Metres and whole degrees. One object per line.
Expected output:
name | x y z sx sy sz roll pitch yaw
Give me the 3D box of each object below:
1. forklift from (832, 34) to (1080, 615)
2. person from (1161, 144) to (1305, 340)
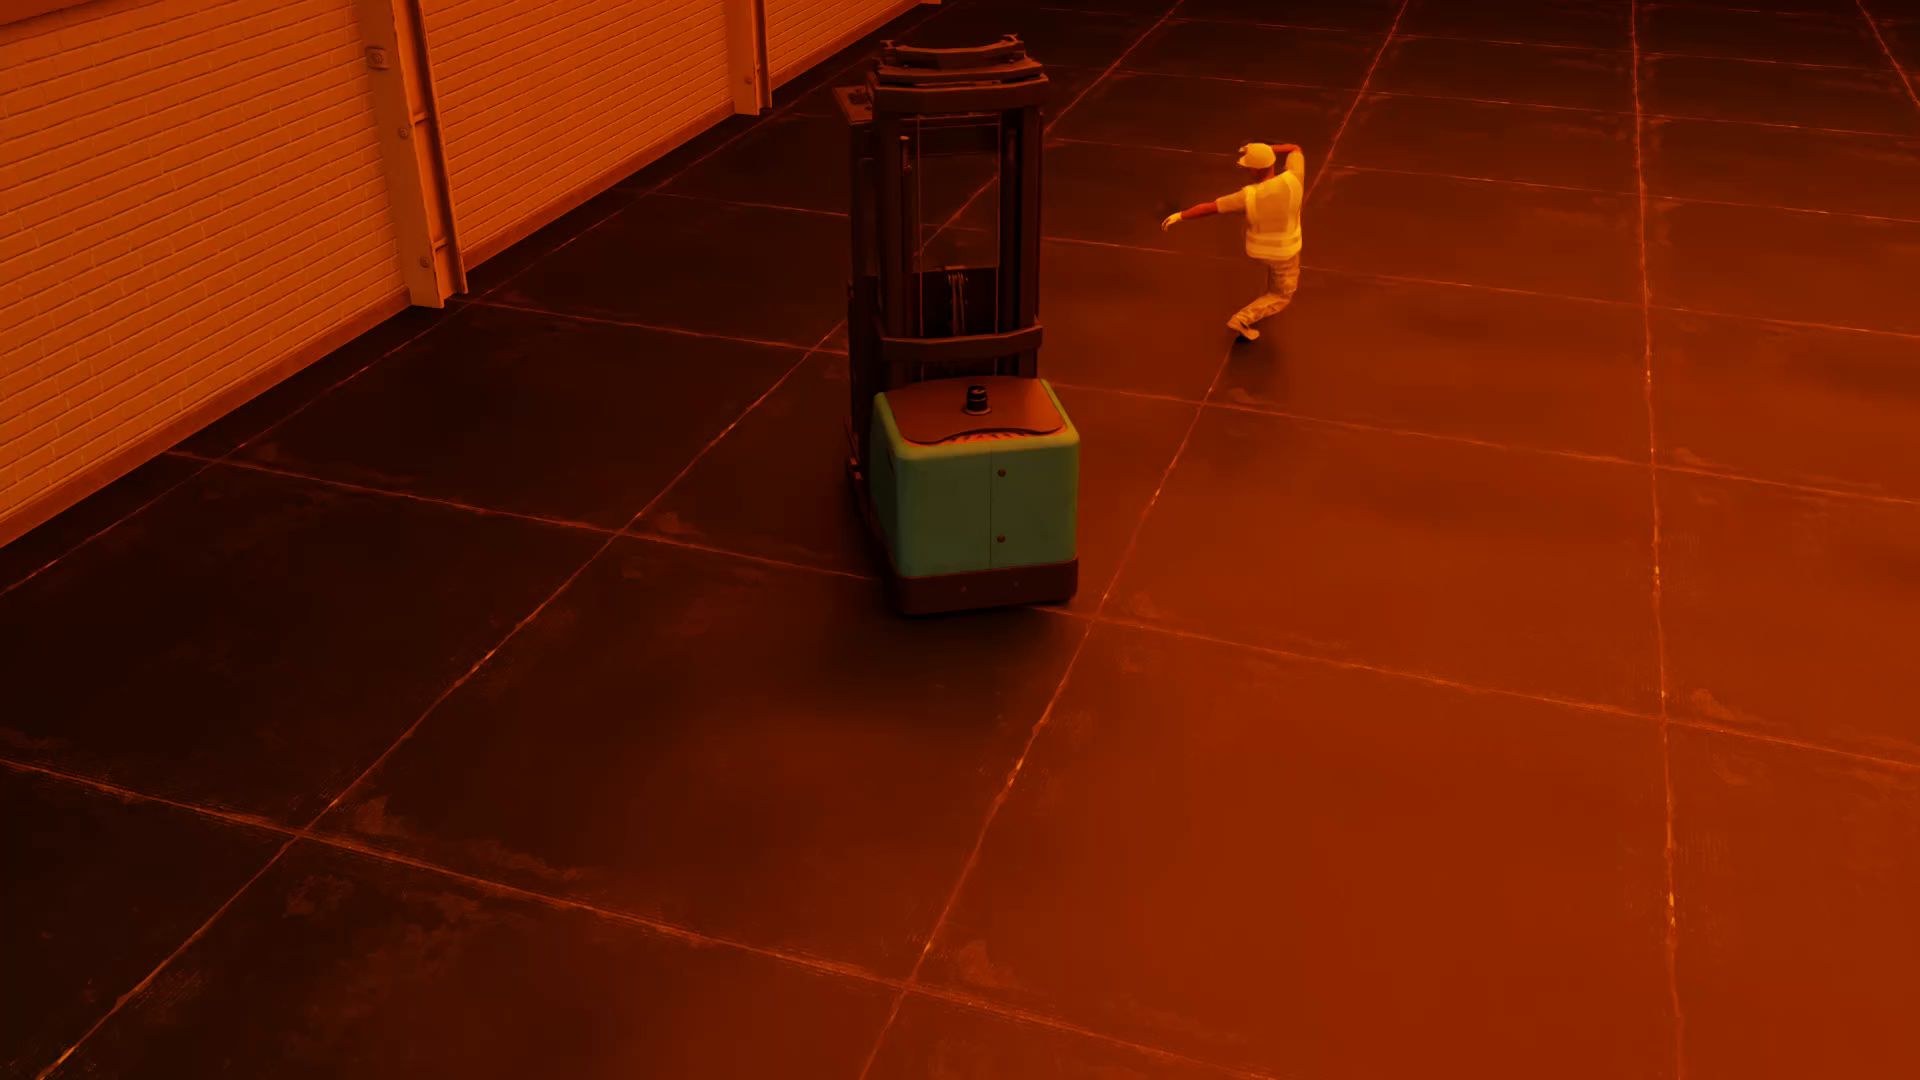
forklift | -0.128 -1.571 9.893 1.130 2.935 3.031 -6 30 -10
person | 2.147 -2.388 12.795 0.999 1.484 0.982 14 33 23
